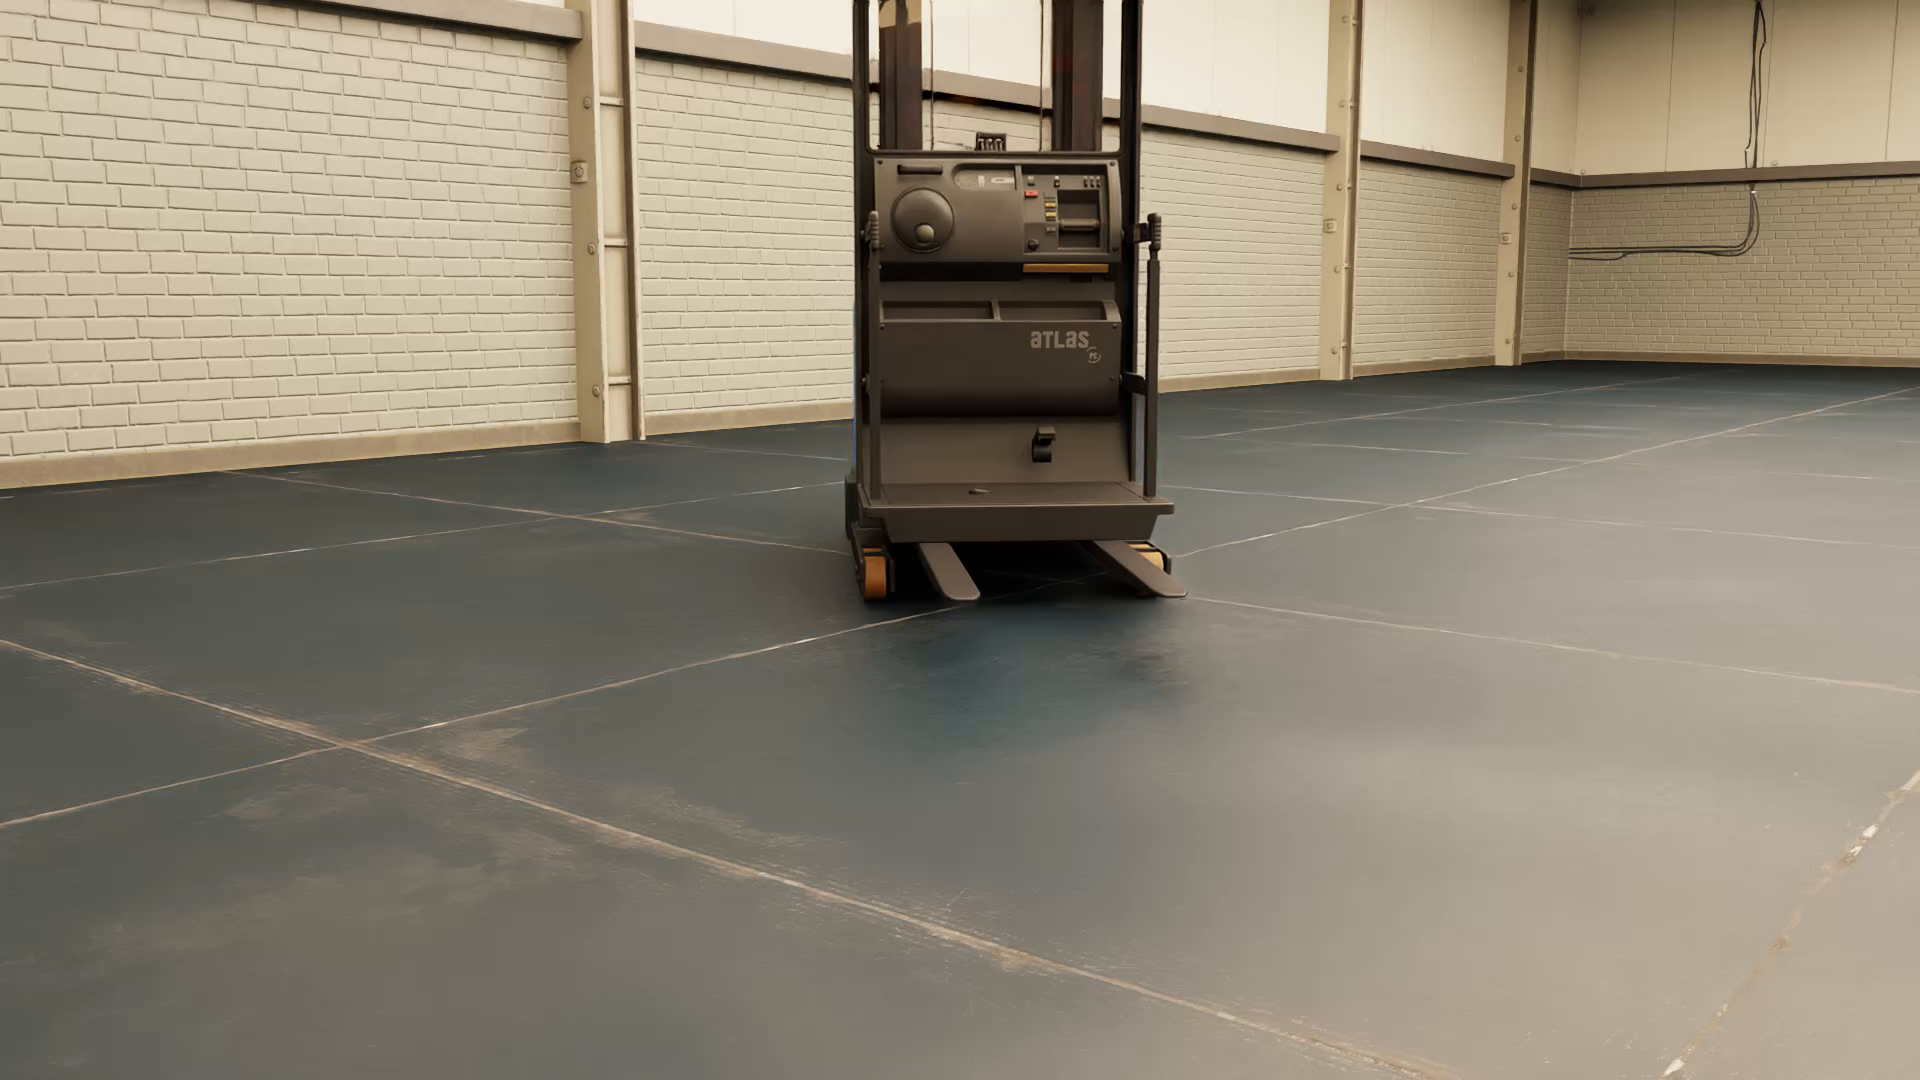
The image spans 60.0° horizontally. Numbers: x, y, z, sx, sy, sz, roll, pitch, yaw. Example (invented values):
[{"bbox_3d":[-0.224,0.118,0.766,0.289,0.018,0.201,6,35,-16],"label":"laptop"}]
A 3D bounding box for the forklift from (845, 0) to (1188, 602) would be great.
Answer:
[{"bbox_3d":[0.165,-1.283,6.053,1.130,2.935,3.031,-1,8,-6],"label":"forklift"}]
